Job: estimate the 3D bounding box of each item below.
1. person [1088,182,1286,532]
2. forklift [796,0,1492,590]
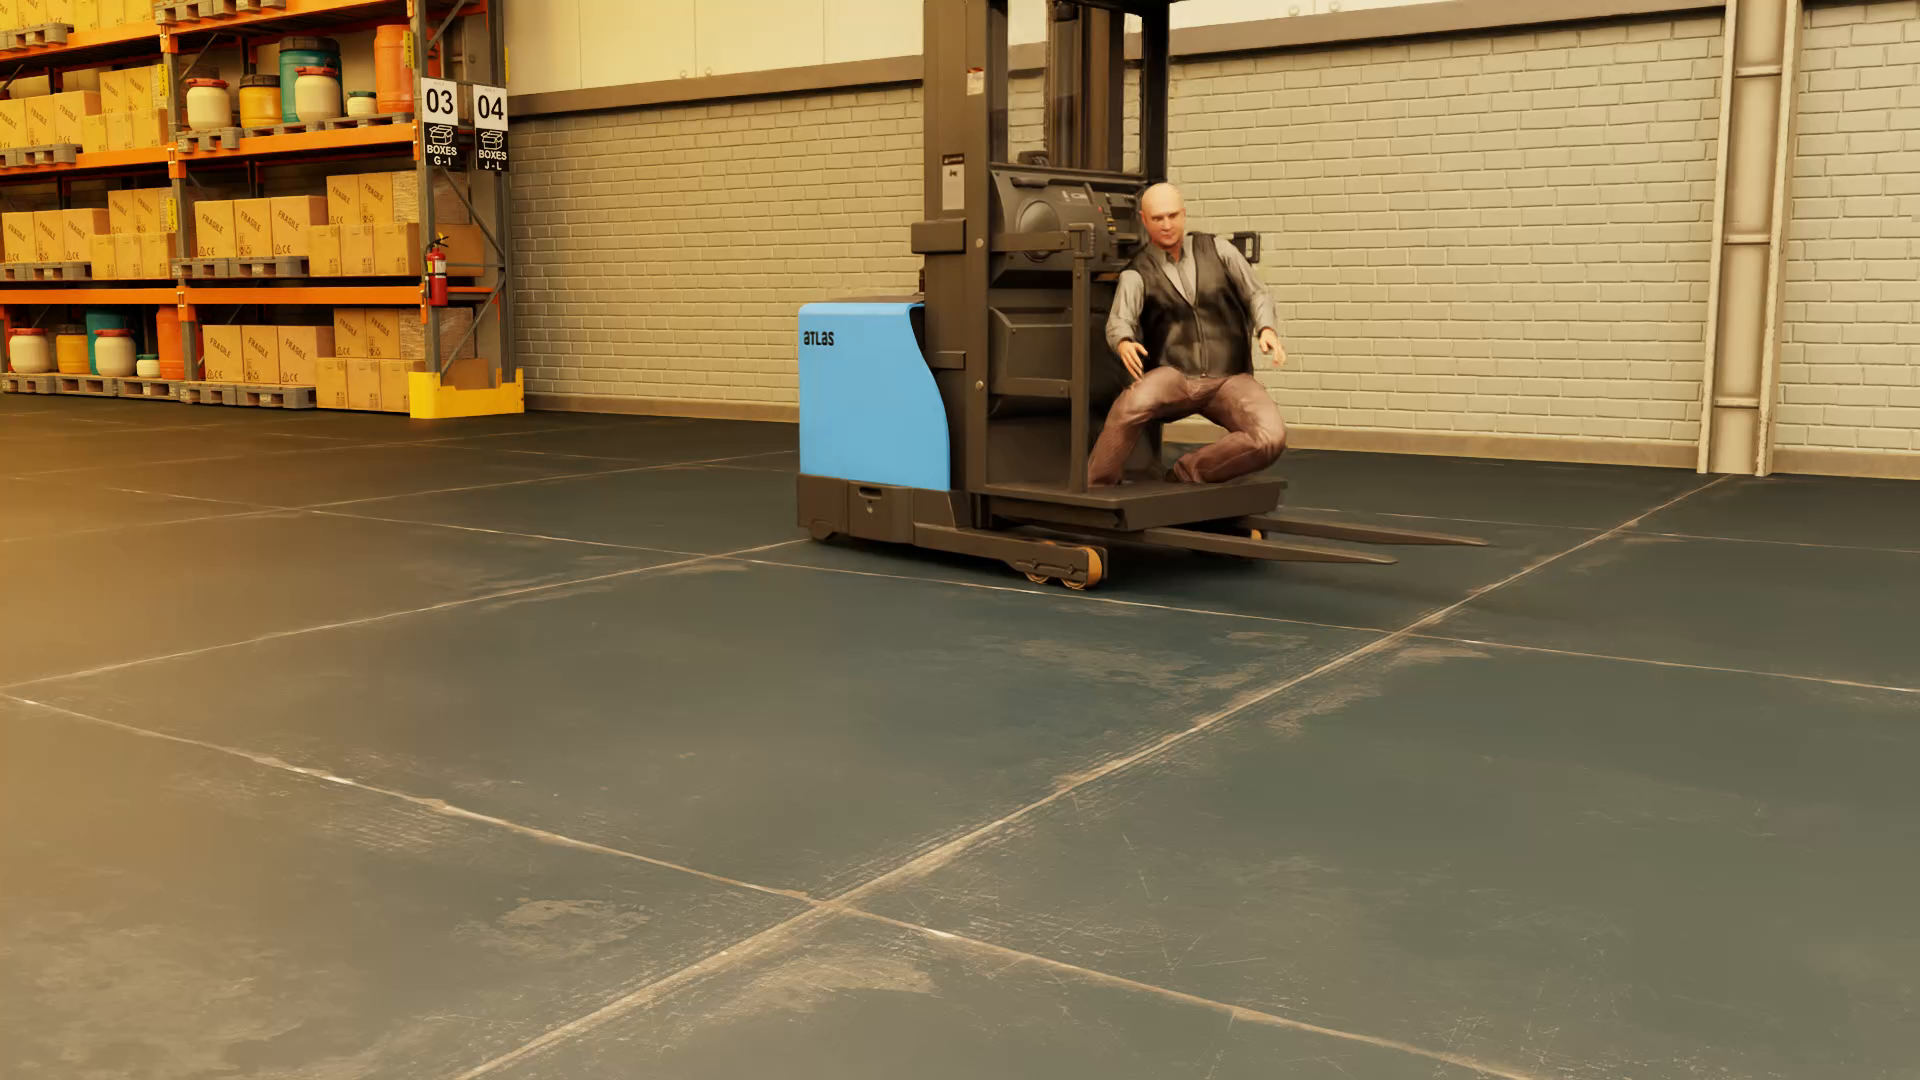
[{"bbox_3d":[0.851,-0.699,6.530,0.835,1.399,0.777,0,8,-1],"label":"person"},{"bbox_3d":[0.630,-1.343,6.640,1.130,2.935,3.031,-7,11,-42],"label":"forklift"}]
